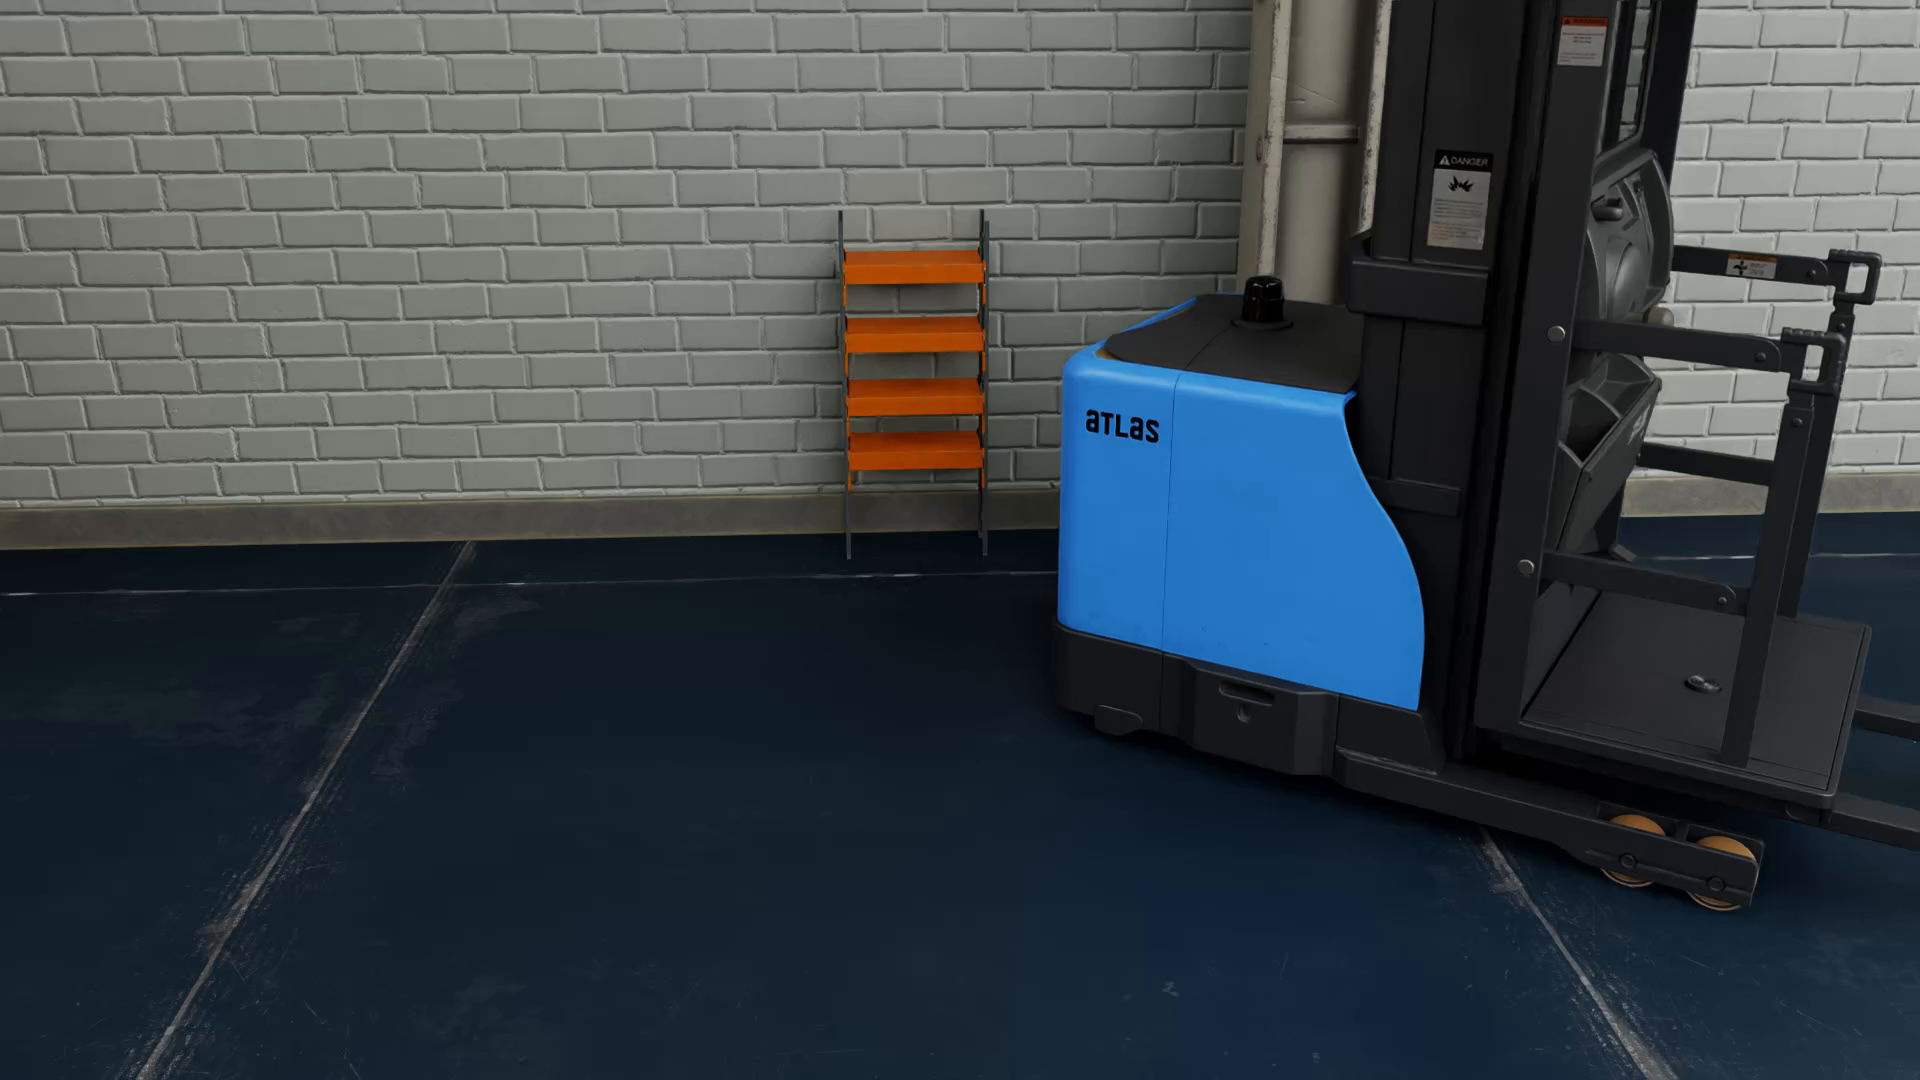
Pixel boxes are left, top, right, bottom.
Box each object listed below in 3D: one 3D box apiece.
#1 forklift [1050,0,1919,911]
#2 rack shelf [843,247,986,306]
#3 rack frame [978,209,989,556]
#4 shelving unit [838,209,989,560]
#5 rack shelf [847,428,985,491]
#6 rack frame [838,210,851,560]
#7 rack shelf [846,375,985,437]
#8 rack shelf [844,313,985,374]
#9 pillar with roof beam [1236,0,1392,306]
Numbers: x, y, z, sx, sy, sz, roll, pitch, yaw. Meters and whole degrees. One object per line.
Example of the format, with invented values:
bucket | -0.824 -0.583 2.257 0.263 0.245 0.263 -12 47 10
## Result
forklift | 1.785 -0.726 3.907 3.031 2.935 1.130 12 24 29
rack shelf | -0.161 -0.906 5.710 0.480 0.148 0.258 -1 21 -4
rack frame | 0.083 -0.545 5.865 0.015 1.200 0.240 -1 21 -4
shelving unit | -0.161 -0.539 5.850 0.503 1.200 0.258 -1 21 -4
rack shelf | -0.161 -0.291 5.945 0.480 0.148 0.258 -1 21 -4
rack frame | -0.404 -0.533 5.835 0.015 1.200 0.240 -1 21 -4
rack shelf | -0.161 -0.476 5.874 0.480 0.148 0.258 -1 21 -4
rack shelf | -0.161 -0.685 5.794 0.480 0.148 0.258 -1 21 -4
pillar with roof beam | 1.445 -2.693 0.548 0.400 9.000 9.100 -1 21 -3
